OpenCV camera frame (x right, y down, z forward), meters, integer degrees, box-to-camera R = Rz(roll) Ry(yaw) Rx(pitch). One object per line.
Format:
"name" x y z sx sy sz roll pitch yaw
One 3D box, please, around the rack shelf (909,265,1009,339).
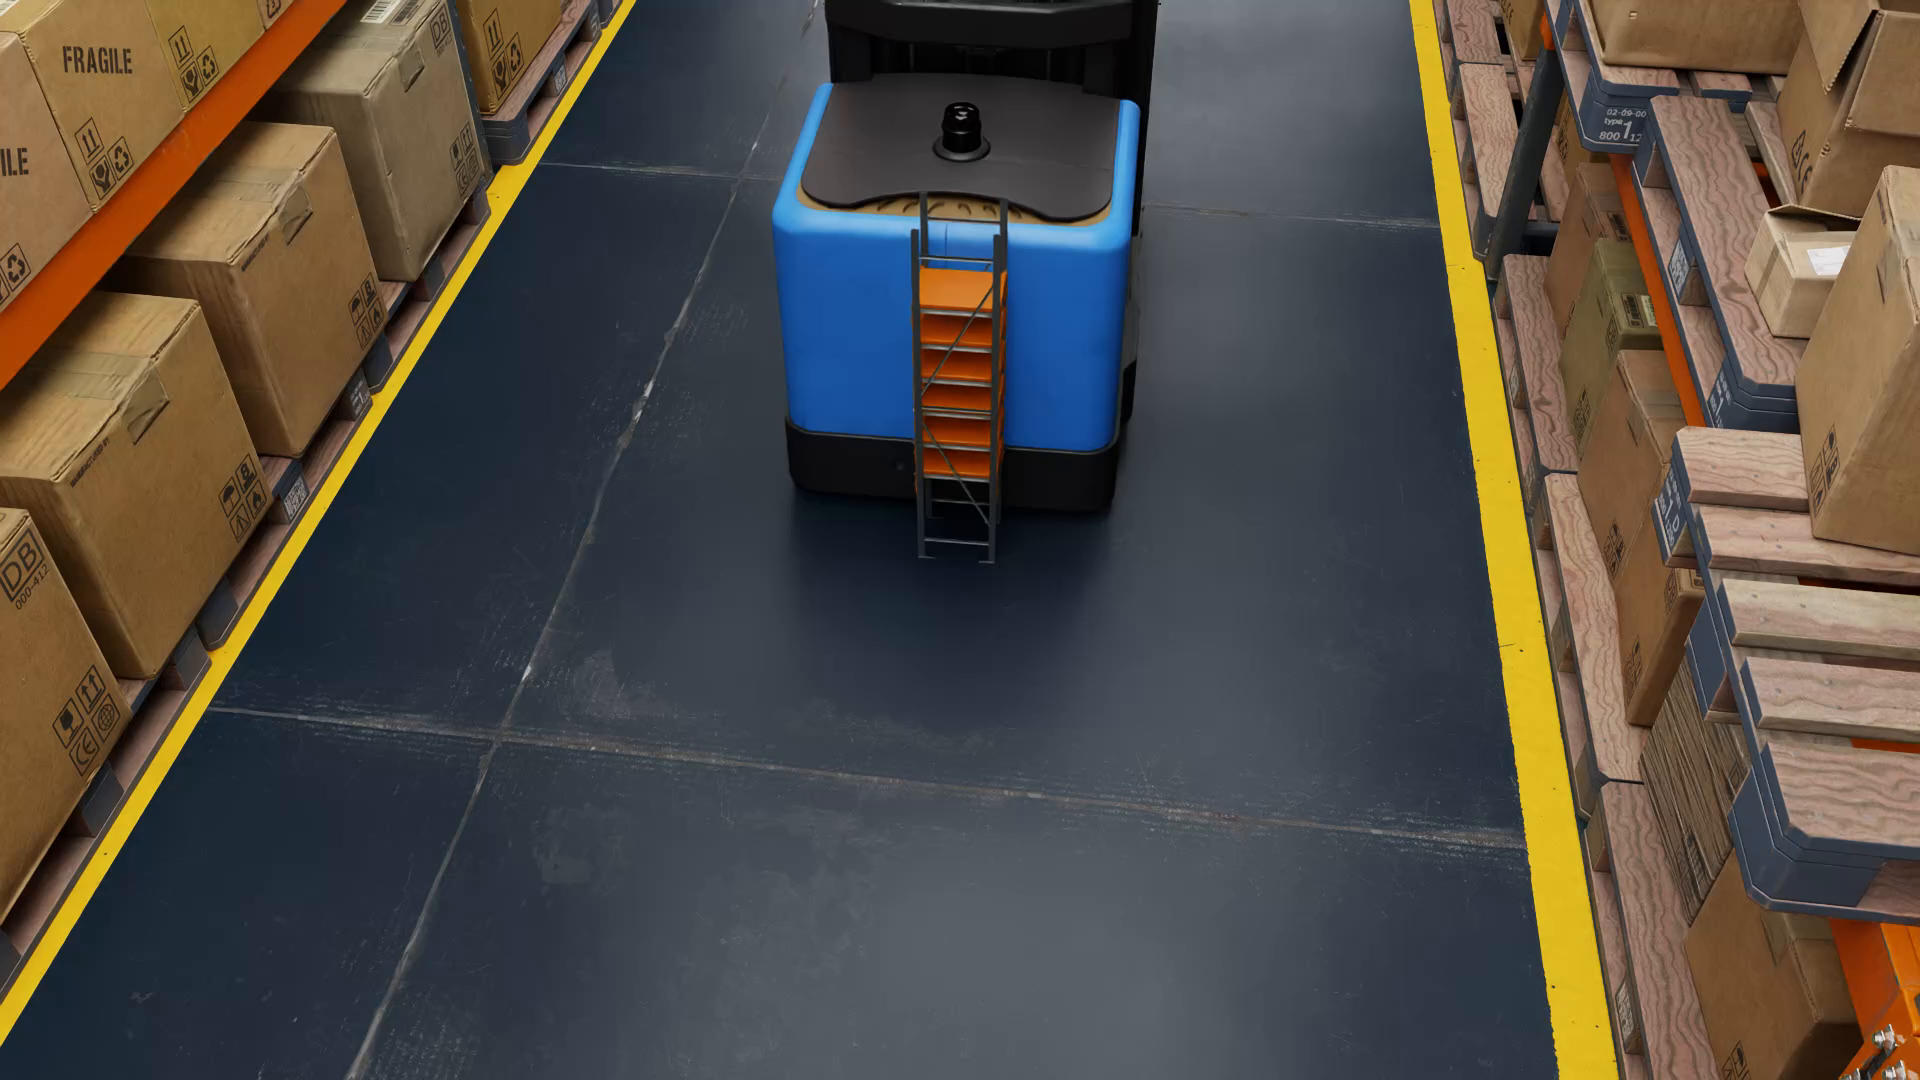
"rack shelf" 0.000 -0.663 4.619 0.258 0.103 0.180 5 44 5

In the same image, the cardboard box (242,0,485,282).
"cardboard box" -2.403 -1.482 5.964 1.050 0.750 0.750 5 44 5

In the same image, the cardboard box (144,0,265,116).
"cardboard box" -2.348 -1.545 4.627 0.500 0.500 0.500 6 44 6

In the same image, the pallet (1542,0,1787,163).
"pallet" 2.247 -1.480 4.771 1.003 0.211 1.213 5 44 6

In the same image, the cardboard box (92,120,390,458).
"cardboard box" -2.535 -0.825 5.270 1.050 0.750 0.750 5 44 6

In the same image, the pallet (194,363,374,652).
"pallet" -2.597 -0.198 5.306 1.003 0.211 1.213 5 44 6

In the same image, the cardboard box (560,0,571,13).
"cardboard box" -2.143 -2.995 7.472 0.875 0.875 0.875 6 44 6

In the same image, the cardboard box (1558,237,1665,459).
"cardboard box" 2.308 -0.570 5.168 0.700 0.500 0.500 5 44 5

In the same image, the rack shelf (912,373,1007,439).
"rack shelf" 0.000 -0.402 4.866 0.258 0.103 0.180 5 44 5

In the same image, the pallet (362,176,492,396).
"pallet" -2.438 -1.032 6.186 1.003 0.211 1.213 5 44 6

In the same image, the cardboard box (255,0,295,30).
"cardboard box" -2.281 -1.889 4.991 0.500 0.500 0.500 5 44 5

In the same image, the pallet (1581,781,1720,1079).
"pallet" 2.069 1.149 3.883 1.003 0.211 1.213 5 44 6

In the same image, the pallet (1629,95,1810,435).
"pallet" 2.185 -0.615 3.857 1.003 0.211 1.213 5 44 6

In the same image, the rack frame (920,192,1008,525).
"rack frame" 0.010 -0.496 4.901 0.240 1.200 0.006 5 44 5

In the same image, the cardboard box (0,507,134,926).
"cardboard box" -2.770 0.406 3.970 1.050 0.750 0.750 5 44 5

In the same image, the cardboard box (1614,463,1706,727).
"cardboard box" 2.161 0.192 4.364 0.700 0.500 0.500 9 44 9

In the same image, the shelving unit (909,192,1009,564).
"shelving unit" 0.000 -0.434 4.835 0.258 1.200 0.189 5 44 5

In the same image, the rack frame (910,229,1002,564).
"rack frame" -0.011 -0.371 4.769 0.240 1.200 0.006 5 44 5

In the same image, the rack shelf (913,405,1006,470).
"rack shelf" 0.000 -0.314 4.949 0.258 0.103 0.180 5 44 5

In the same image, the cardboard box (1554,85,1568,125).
"cardboard box" 2.653 -1.962 6.653 0.500 0.500 0.500 19 46 19

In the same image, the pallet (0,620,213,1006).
"pallet" -2.760 0.631 4.430 1.003 0.211 1.213 5 44 6

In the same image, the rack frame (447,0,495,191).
"rack frame" -2.410 -2.577 5.790 1.000 3.000 0.127 5 44 6

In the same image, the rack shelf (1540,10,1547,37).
"rack shelf" 2.757 -3.159 6.928 1.077 0.370 4.000 5 44 6

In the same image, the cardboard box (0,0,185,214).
"cardboard box" -2.413 -1.199 4.262 0.500 0.500 0.500 5 44 5

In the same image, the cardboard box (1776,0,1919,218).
"cardboard box" 2.355 -1.058 3.805 0.797 0.503 0.637 9 44 10

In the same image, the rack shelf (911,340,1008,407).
"rack shelf" 0.000 -0.489 4.784 0.258 0.103 0.180 5 44 5

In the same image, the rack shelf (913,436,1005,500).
"rack shelf" 0.000 -0.227 5.031 0.258 0.103 0.180 5 44 5

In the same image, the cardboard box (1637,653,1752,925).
"cardboard box" 2.093 0.579 3.955 0.700 0.500 0.500 2 43 2

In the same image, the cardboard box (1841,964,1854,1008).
"cardboard box" 2.023 0.685 3.298 0.500 0.250 0.500 7 44 7

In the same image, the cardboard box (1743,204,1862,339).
"cardboard box" 1.917 -0.596 3.490 0.396 0.266 0.258 4 44 4

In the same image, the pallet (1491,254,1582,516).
"pallet" 2.391 -0.514 5.640 1.003 0.211 1.213 5 44 6

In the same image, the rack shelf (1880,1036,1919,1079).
"rack shelf" 1.699 2.293 1.170 1.077 0.370 4.000 5 44 6

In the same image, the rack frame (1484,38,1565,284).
"rack frame" 2.493 -2.058 5.241 1.000 3.000 0.127 5 44 6

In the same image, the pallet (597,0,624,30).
"pallet" -2.074 -2.910 8.169 1.003 0.211 1.213 5 44 6

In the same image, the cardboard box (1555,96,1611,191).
"cardboard box" 2.585 -1.571 6.241 0.500 0.500 0.500 4 44 4

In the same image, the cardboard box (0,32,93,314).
"cardboard box" -2.481 -0.859 3.903 0.500 0.500 0.500 5 44 5

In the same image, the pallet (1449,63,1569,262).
"pallet" 2.546 -1.506 6.687 1.003 0.211 1.213 5 44 6

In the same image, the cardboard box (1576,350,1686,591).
"cardboard box" 2.235 -0.188 4.765 0.700 0.500 0.500 2 43 2

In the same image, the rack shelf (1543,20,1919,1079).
"rack shelf" 2.228 -0.433 4.049 1.077 0.370 4.000 5 44 6

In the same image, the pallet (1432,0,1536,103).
"pallet" 2.705 -2.340 7.568 1.003 0.211 1.213 5 44 6

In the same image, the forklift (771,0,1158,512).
"forklift" 0.133 -2.168 5.408 1.130 2.935 3.031 5 44 5

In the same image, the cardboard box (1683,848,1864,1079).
"cardboard box" 2.033 0.958 3.555 0.700 0.500 0.500 3 44 3

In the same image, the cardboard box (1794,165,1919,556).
"cardboard box" 1.970 -0.281 2.987 0.700 0.500 0.500 11 45 12

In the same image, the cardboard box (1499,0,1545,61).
"cardboard box" 2.658 -2.393 7.108 0.500 0.500 0.500 2 43 2

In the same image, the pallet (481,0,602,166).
"pallet" -2.232 -2.076 7.289 1.003 0.211 1.213 5 44 6

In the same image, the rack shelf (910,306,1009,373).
"rack shelf" 0.000 -0.576 4.701 0.258 0.103 0.180 5 44 5

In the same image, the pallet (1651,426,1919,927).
"pallet" 1.952 0.243 2.951 1.213 0.211 1.003 5 44 6

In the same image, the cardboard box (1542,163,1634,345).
"cardboard box" 2.390 -0.893 5.510 0.700 0.500 0.500 2 43 2

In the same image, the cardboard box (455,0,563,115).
"cardboard box" -2.258 -2.381 6.822 0.875 0.875 0.875 6 44 6

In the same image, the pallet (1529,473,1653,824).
"pallet" 2.232 0.320 4.759 1.003 0.211 1.213 5 44 6

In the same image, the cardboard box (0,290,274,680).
"cardboard box" -2.657 -0.190 4.600 1.050 0.750 0.750 6 44 6

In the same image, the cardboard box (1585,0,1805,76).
"cardboard box" 2.249 -1.899 4.332 1.000 1.000 1.000 6 44 6
